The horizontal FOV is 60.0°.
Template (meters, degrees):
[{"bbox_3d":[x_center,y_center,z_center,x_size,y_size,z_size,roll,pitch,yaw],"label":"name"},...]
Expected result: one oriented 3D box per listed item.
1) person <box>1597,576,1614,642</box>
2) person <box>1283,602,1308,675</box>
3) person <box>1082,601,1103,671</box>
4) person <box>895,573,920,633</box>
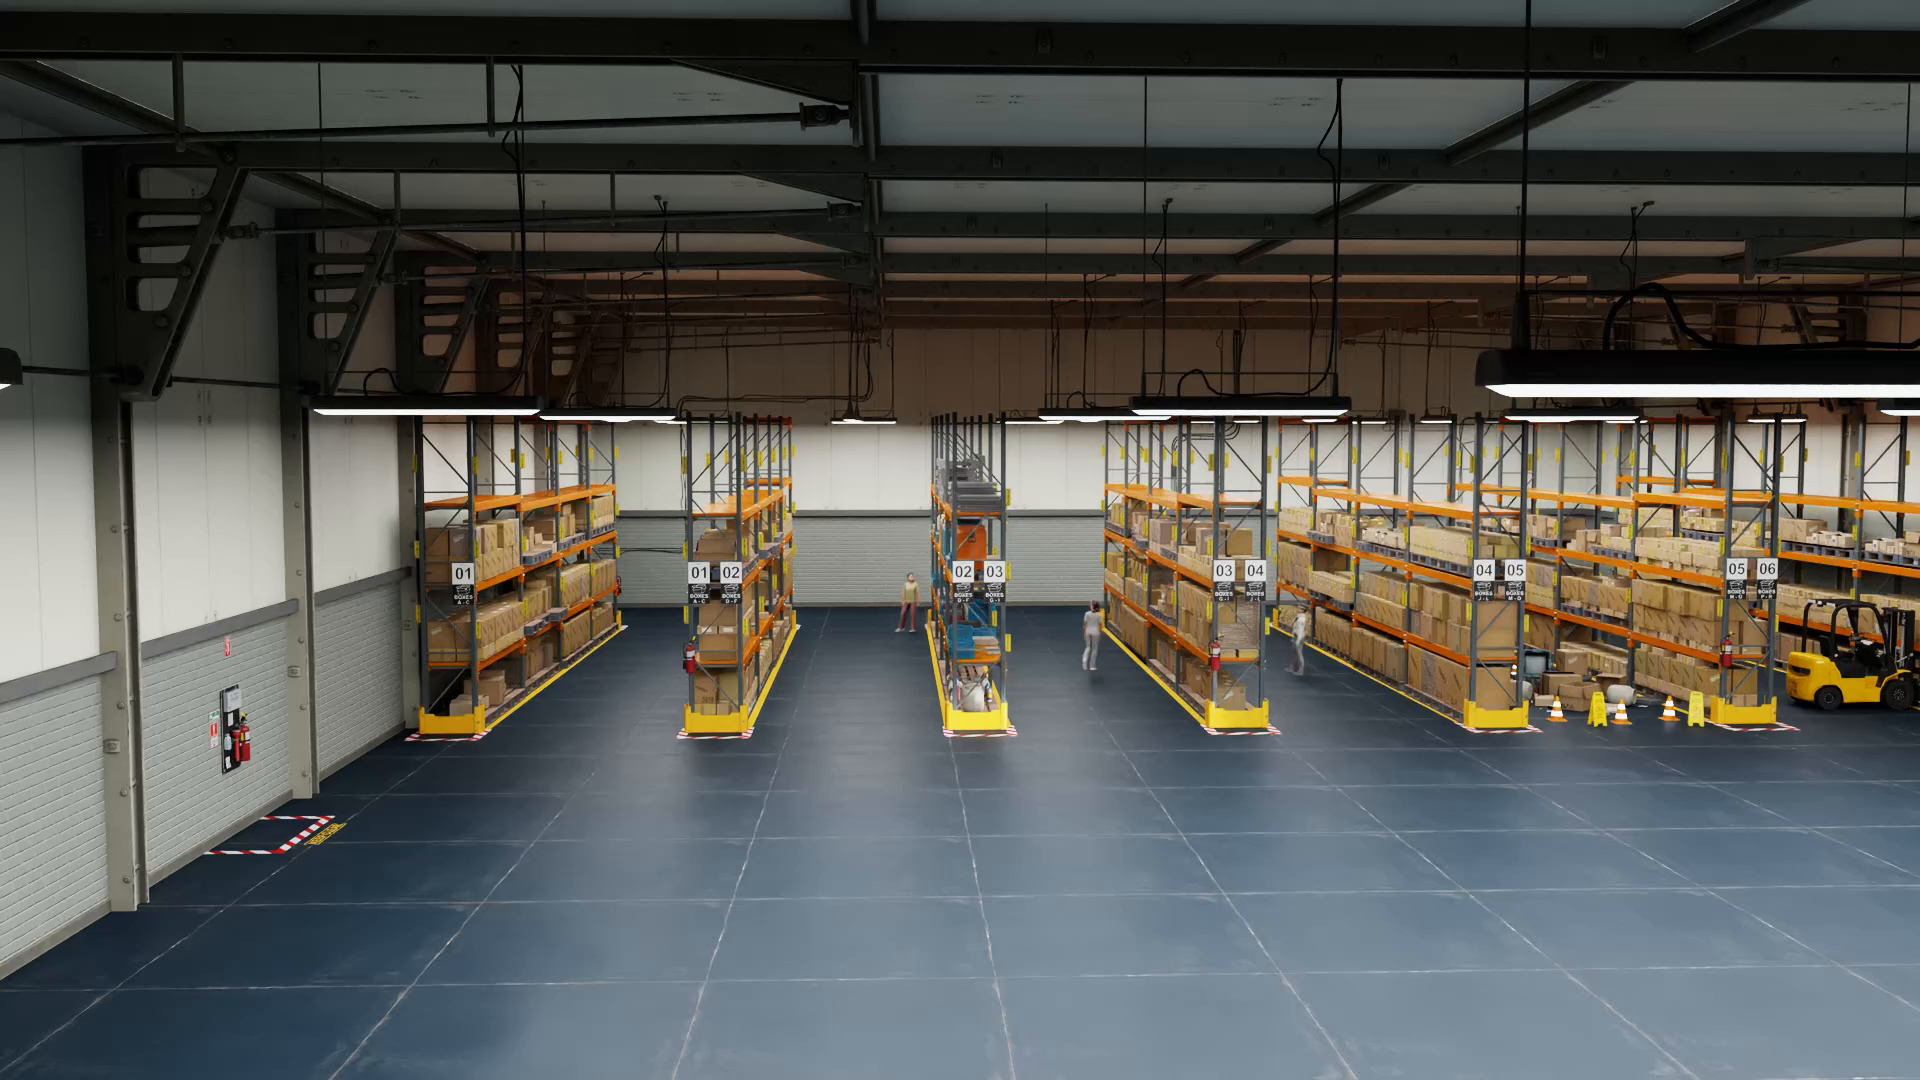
[{"bbox_3d":[17.128,1.829,44.137,0.515,1.764,0.595,2,4,29],"label":"person"},{"bbox_3d":[7.760,2.270,38.486,0.590,1.684,0.559,1,4,19],"label":"person"},{"bbox_3d":[3.088,2.230,38.782,0.443,1.650,0.523,3,5,33],"label":"person"},{"bbox_3d":[-1.463,1.742,46.351,0.692,1.667,0.320,1,4,20],"label":"person"}]
